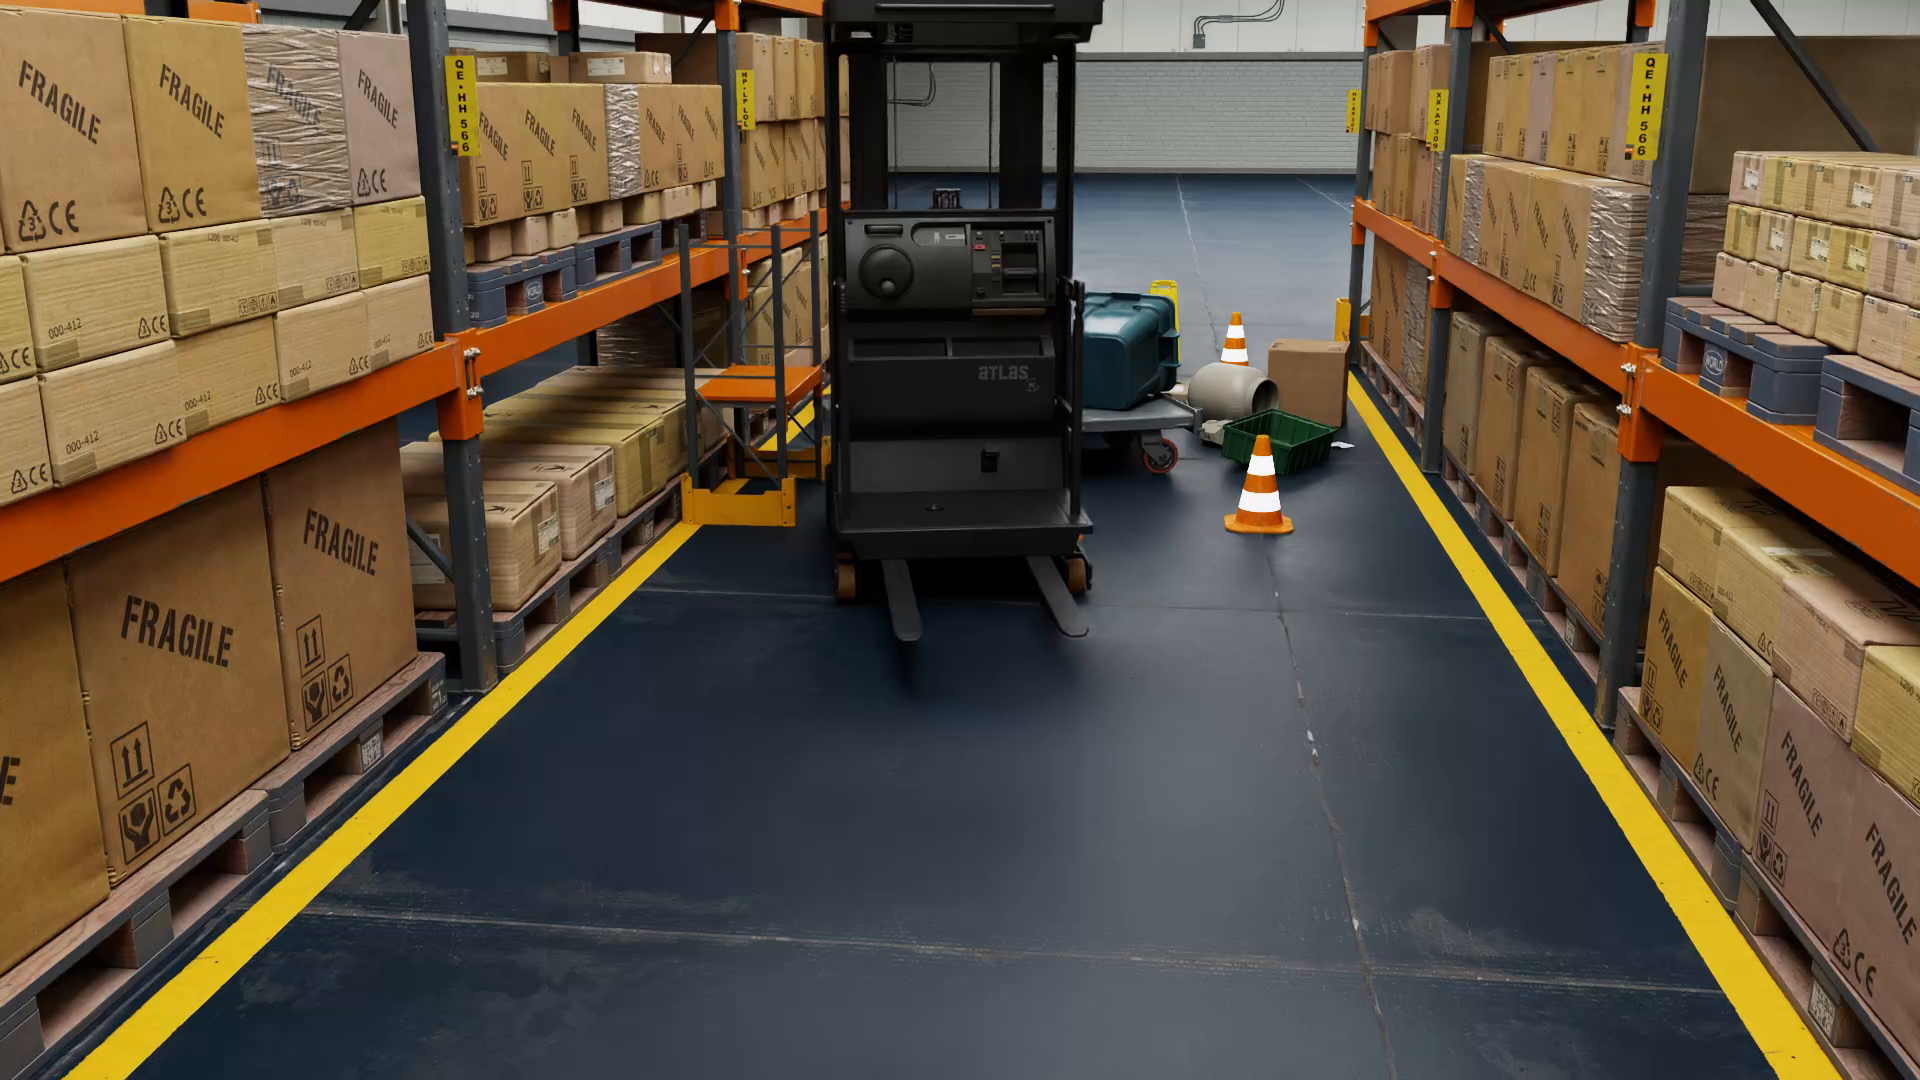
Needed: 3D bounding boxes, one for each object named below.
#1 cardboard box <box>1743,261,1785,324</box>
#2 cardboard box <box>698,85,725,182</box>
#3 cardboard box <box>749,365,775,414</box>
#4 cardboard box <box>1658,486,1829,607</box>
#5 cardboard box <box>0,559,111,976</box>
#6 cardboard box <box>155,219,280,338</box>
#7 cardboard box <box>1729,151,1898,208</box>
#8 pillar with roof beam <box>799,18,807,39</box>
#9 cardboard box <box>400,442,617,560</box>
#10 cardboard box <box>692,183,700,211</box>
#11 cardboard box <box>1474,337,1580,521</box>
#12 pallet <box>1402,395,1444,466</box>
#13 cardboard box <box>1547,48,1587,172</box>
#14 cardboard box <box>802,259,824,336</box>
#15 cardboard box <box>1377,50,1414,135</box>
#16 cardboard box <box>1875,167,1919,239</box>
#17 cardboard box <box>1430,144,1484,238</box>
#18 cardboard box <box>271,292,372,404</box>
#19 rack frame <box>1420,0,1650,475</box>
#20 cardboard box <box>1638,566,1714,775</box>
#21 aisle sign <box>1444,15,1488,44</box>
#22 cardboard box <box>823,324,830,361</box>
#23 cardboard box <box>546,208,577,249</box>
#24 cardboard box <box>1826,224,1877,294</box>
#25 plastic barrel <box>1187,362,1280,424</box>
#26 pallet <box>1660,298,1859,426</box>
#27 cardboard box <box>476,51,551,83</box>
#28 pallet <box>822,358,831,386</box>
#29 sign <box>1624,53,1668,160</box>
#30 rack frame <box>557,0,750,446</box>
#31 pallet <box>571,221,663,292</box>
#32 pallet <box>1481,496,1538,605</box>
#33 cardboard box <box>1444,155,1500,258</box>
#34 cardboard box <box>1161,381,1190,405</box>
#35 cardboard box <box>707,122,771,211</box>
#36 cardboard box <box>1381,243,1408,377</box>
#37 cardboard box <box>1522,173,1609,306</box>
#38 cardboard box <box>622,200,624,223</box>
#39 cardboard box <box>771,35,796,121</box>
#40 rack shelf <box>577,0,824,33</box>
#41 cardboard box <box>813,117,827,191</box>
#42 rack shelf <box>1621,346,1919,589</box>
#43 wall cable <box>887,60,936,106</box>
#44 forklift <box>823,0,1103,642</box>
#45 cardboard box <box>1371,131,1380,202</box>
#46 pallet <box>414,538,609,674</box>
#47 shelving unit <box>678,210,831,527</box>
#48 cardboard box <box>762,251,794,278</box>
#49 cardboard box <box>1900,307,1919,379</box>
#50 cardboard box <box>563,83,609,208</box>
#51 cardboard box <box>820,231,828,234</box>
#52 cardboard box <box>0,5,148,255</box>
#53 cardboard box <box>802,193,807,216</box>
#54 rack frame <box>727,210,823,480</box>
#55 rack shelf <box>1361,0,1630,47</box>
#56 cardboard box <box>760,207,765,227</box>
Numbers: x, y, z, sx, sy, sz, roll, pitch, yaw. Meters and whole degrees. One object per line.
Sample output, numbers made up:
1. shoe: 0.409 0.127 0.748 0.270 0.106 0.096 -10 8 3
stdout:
1. cardboard box: 2.432 -0.691 4.648 0.380 0.149 0.250 2 15 9
2. cardboard box: -1.589 -2.214 9.039 0.500 0.500 0.500 1 15 5
3. cardboard box: -1.430 -0.967 10.454 0.500 0.250 0.500 1 15 4
4. cardboard box: 2.395 0.024 4.873 0.500 0.250 0.500 1 15 4
5. cardboard box: -2.583 0.554 3.633 0.875 0.875 0.875 2 15 8
6. cardboard box: -2.110 -0.678 4.253 0.500 0.250 0.500 1 15 5
7. cardboard box: 2.468 -1.043 4.808 0.380 0.149 0.250 2 15 6
8. pillar with roof beam: 0.443 -13.525 40.940 9.100 9.000 0.400 2 15 6
9. cardboard box: -2.067 -0.181 7.314 0.950 0.372 0.625 1 15 5
10. cardboard box: -1.596 -1.818 8.817 0.380 0.149 0.250 1 15 5
11. cardboard box: 3.072 -0.530 7.880 1.050 0.750 0.750 2 15 6
12. pallet: 3.329 -0.676 10.256 1.003 0.211 1.213 2 15 6
13. cardboard box: 2.943 -1.833 7.088 0.700 0.500 0.500 2 15 6
14. cardboard box: -1.264 -1.740 11.875 0.500 0.500 0.500 1 15 5
15. cardboard box: 3.367 -3.076 11.436 0.875 0.550 0.550 2 15 6
16. cardboard box: 2.350 -0.772 3.806 0.380 0.149 0.250 2 15 9
17. cardboard box: 3.195 -1.995 9.507 0.875 0.550 0.550 2 15 6
18. cardboard box: -2.057 -0.565 4.791 0.500 0.250 0.500 2 15 7
19. rack frame: 3.165 -1.827 9.171 1.000 3.000 0.127 2 15 6
20. cardboard box: 2.380 0.391 4.955 0.500 0.500 0.500 1 15 4
21. aisle sign: 3.922 -4.129 12.704 0.394 0.787 0.004 2 15 6
22. cardboard box: -1.204 -1.507 12.453 0.500 0.250 0.500 2 15 6
23. cardboard box: -1.801 -1.282 6.833 0.380 0.149 0.250 2 15 7
24. cardboard box: 2.376 -0.690 4.073 0.380 0.149 0.250 2 15 7
25. plastic barrel: 1.769 -0.922 10.763 0.421 0.421 0.512 -14 20 -42
26. pallet: 2.739 -0.509 4.664 1.213 0.211 1.003 2 15 6
27. cardboard box: -2.190 -2.258 7.956 0.380 0.149 0.250 3 15 9
28. pallet: -1.449 -1.408 12.966 1.003 0.211 1.213 2 15 6
29. sign: 2.162 -1.364 5.241 0.100 0.325 0.005 2 15 6
30. rack frame: -1.765 -1.946 9.613 1.000 3.000 0.127 2 15 6
31. pallet: -2.033 -1.331 7.705 1.003 0.211 1.213 2 15 6
32. pallet: 3.018 0.039 7.613 1.003 0.211 1.213 2 15 6
33. cardboard box: 2.838 -1.747 8.683 0.500 0.500 0.500 2 15 7
34. cardboard box: 1.529 -1.007 11.377 0.396 0.266 0.258 4 16 16
35. cardboard box: -1.438 -2.244 9.953 0.500 0.500 0.500 2 15 6
36. cardboard box: 3.508 -1.635 11.728 0.875 0.875 0.875 1 15 5
37. cardboard box: 2.612 -1.221 6.740 0.500 0.500 0.500 1 15 5
38. cardboard box: -1.810 -1.557 7.849 0.380 0.149 0.250 1 15 4
39. cardboard box: -1.420 -2.860 10.317 0.700 0.500 0.500 2 15 7
40. rack shelf: -1.539 -3.566 11.234 1.077 0.370 4.000 2 15 6
41. cardboard box: -1.222 -2.767 11.888 0.500 0.500 0.500 2 15 6
42. rack shelf: 2.488 0.077 3.510 1.077 0.370 4.000 2 15 6
43. wall cable: -2.188 -12.878 44.496 3.097 2.526 0.112 2 15 6
44. forklift: -0.019 -1.240 7.132 1.130 2.935 3.031 -1 15 -5
45. cardboard box: 3.619 -2.839 12.627 0.875 0.550 0.550 2 15 6
46. pallet: -2.127 0.235 6.890 1.003 0.211 1.213 2 15 6
47. shelving unit: -1.072 -0.938 8.757 0.587 1.500 1.083 1 15 5
48. cardboard box: -1.300 -1.806 10.878 0.380 0.149 0.250 2 15 8
49. cardboard box: 2.315 -0.417 3.633 0.380 0.149 0.250 2 15 7
50. cardboard box: -1.830 -1.687 7.087 0.500 0.500 0.500 2 15 7
51. cardboard box: -1.119 -2.222 12.415 0.380 0.149 0.250 2 15 8
52. cardboard box: -2.191 -0.905 3.655 0.500 0.500 0.500 1 15 5
53. cardboard box: -1.256 -2.295 11.384 0.380 0.149 0.250 2 15 6
54. rack frame: -1.021 -1.072 9.254 0.500 1.500 0.032 1 15 5
55. rack shelf: 3.391 -3.446 10.792 1.077 0.370 4.000 2 15 6
56. cardboard box: -1.434 -2.034 10.419 0.380 0.149 0.250 2 15 6
